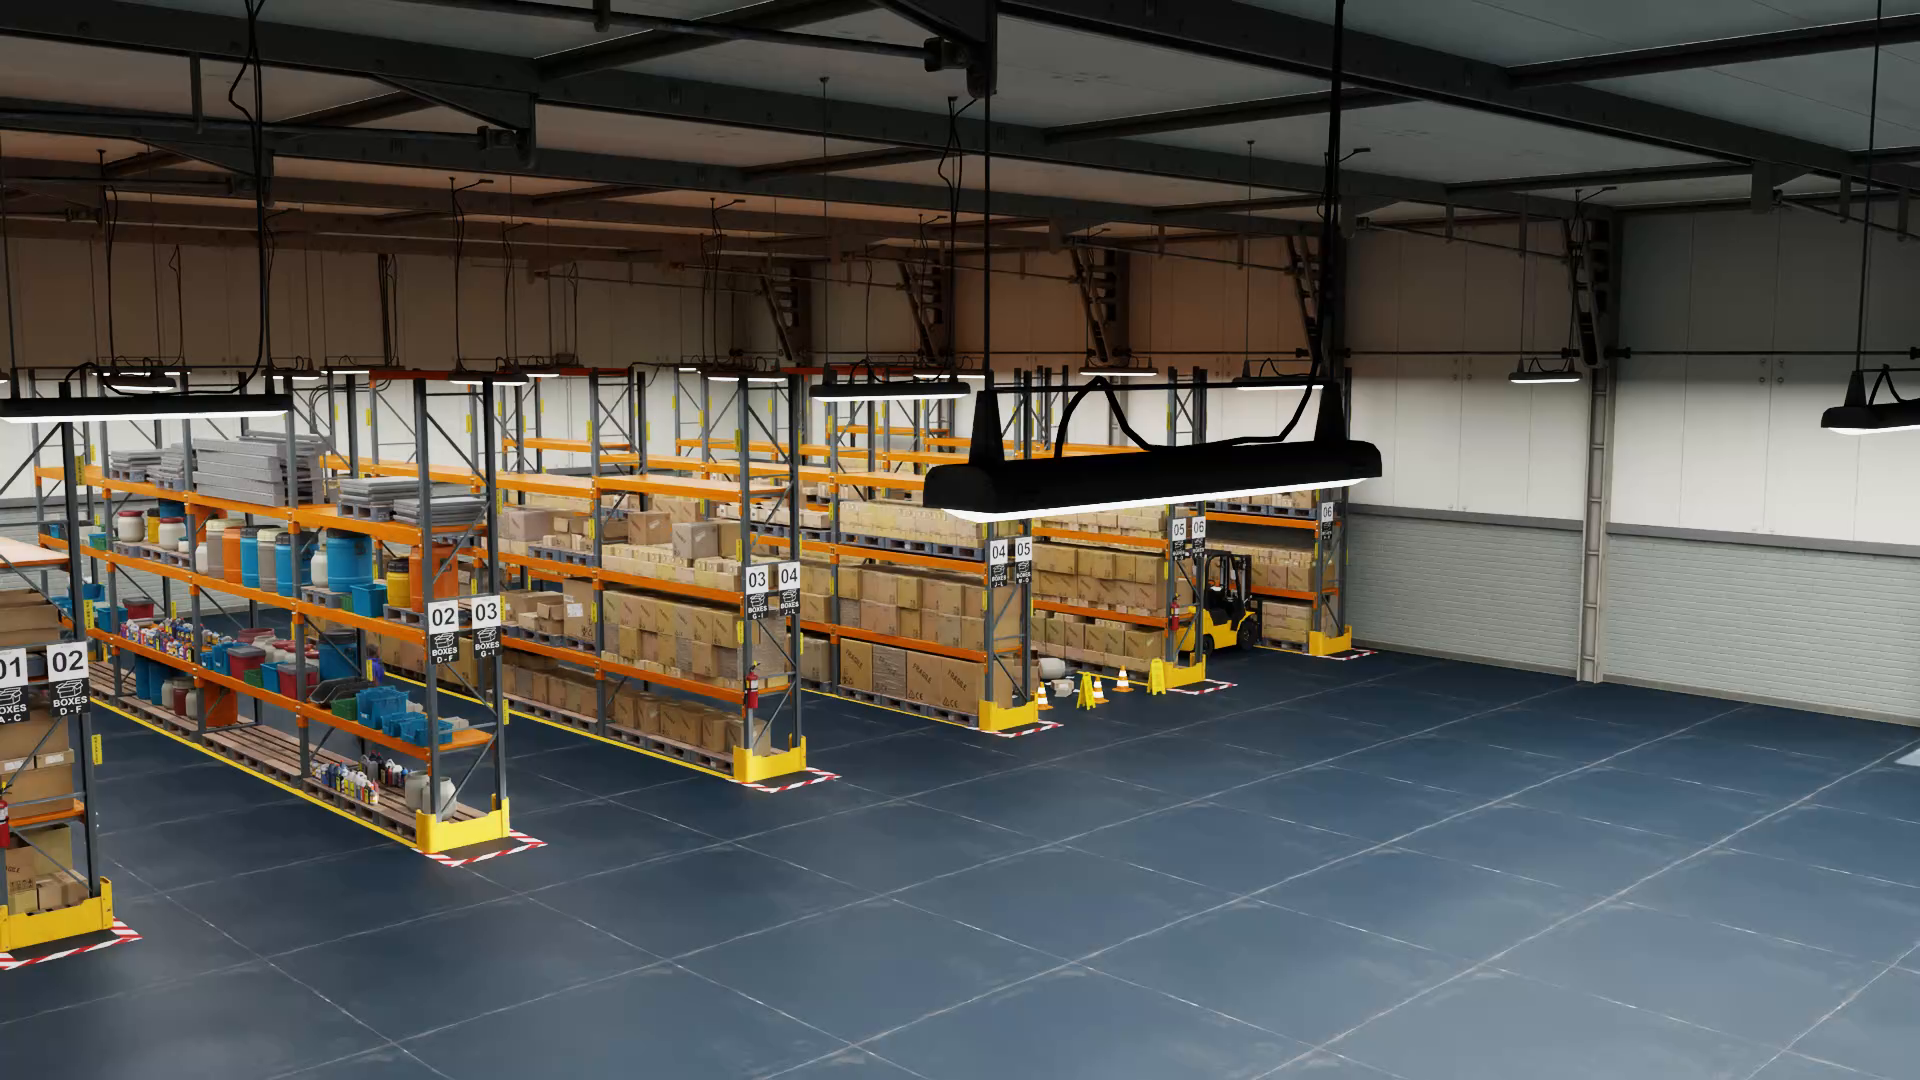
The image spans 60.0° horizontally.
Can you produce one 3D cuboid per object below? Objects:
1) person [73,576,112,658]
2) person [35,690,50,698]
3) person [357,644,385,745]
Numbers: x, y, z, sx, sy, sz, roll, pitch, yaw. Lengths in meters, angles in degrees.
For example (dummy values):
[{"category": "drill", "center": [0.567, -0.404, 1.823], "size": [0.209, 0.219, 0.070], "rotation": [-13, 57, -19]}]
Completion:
[{"category": "person", "center": [-17.920, 1.614, 34.118], "size": [0.848, 1.735, 0.663], "rotation": [-1, 7, -9]}, {"category": "person", "center": [-15.046, 2.503, 27.144], "size": [0.449, 1.564, 0.631], "rotation": [2, 7, 17]}, {"category": "person", "center": [-9.472, 2.488, 26.876], "size": [0.590, 1.644, 0.494], "rotation": [-2, 7, -17]}]
